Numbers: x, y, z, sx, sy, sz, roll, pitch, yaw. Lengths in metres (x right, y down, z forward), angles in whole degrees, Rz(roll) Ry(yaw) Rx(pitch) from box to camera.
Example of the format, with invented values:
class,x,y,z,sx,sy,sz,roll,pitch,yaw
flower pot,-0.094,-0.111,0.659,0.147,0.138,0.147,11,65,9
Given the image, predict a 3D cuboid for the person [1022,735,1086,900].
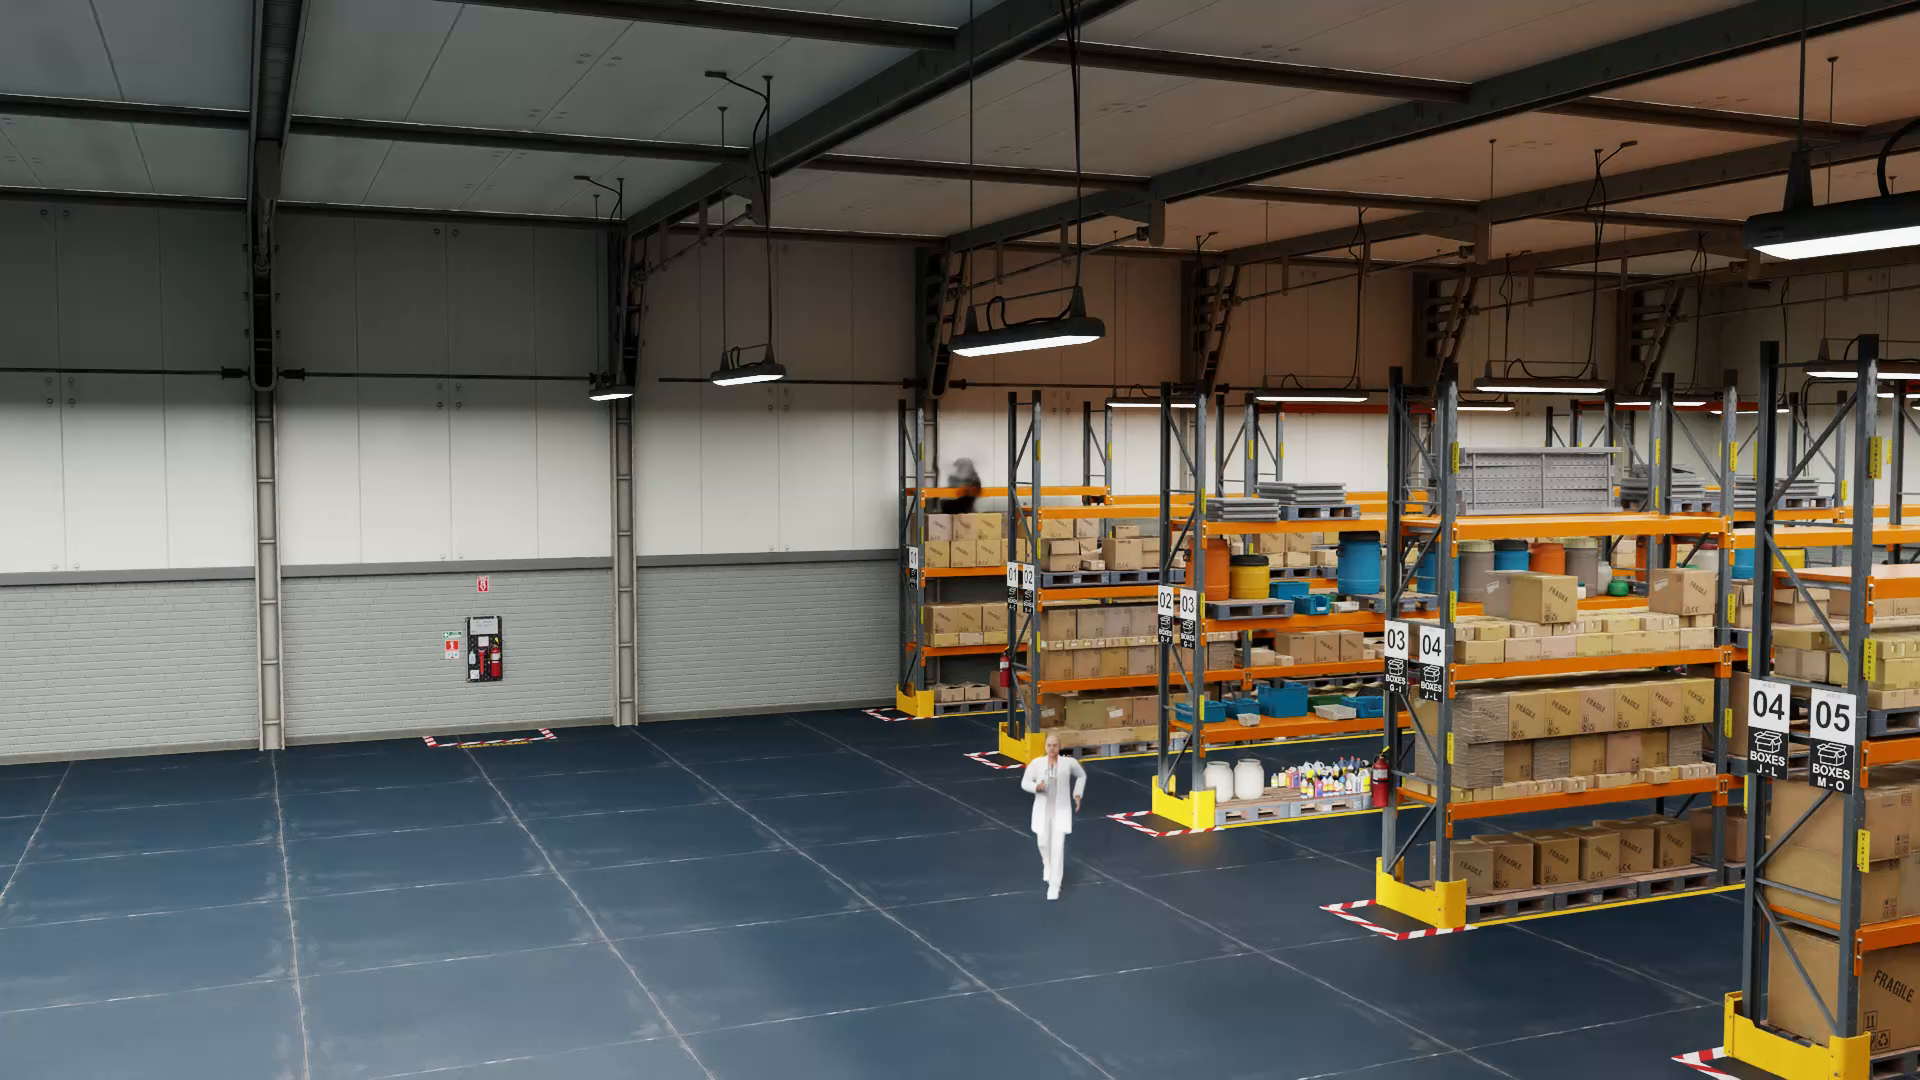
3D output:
class,x,y,z,sx,sy,sz,roll,pitch,yaw
person,1.064,3.124,19.102,0.705,1.768,1.061,1,3,13
